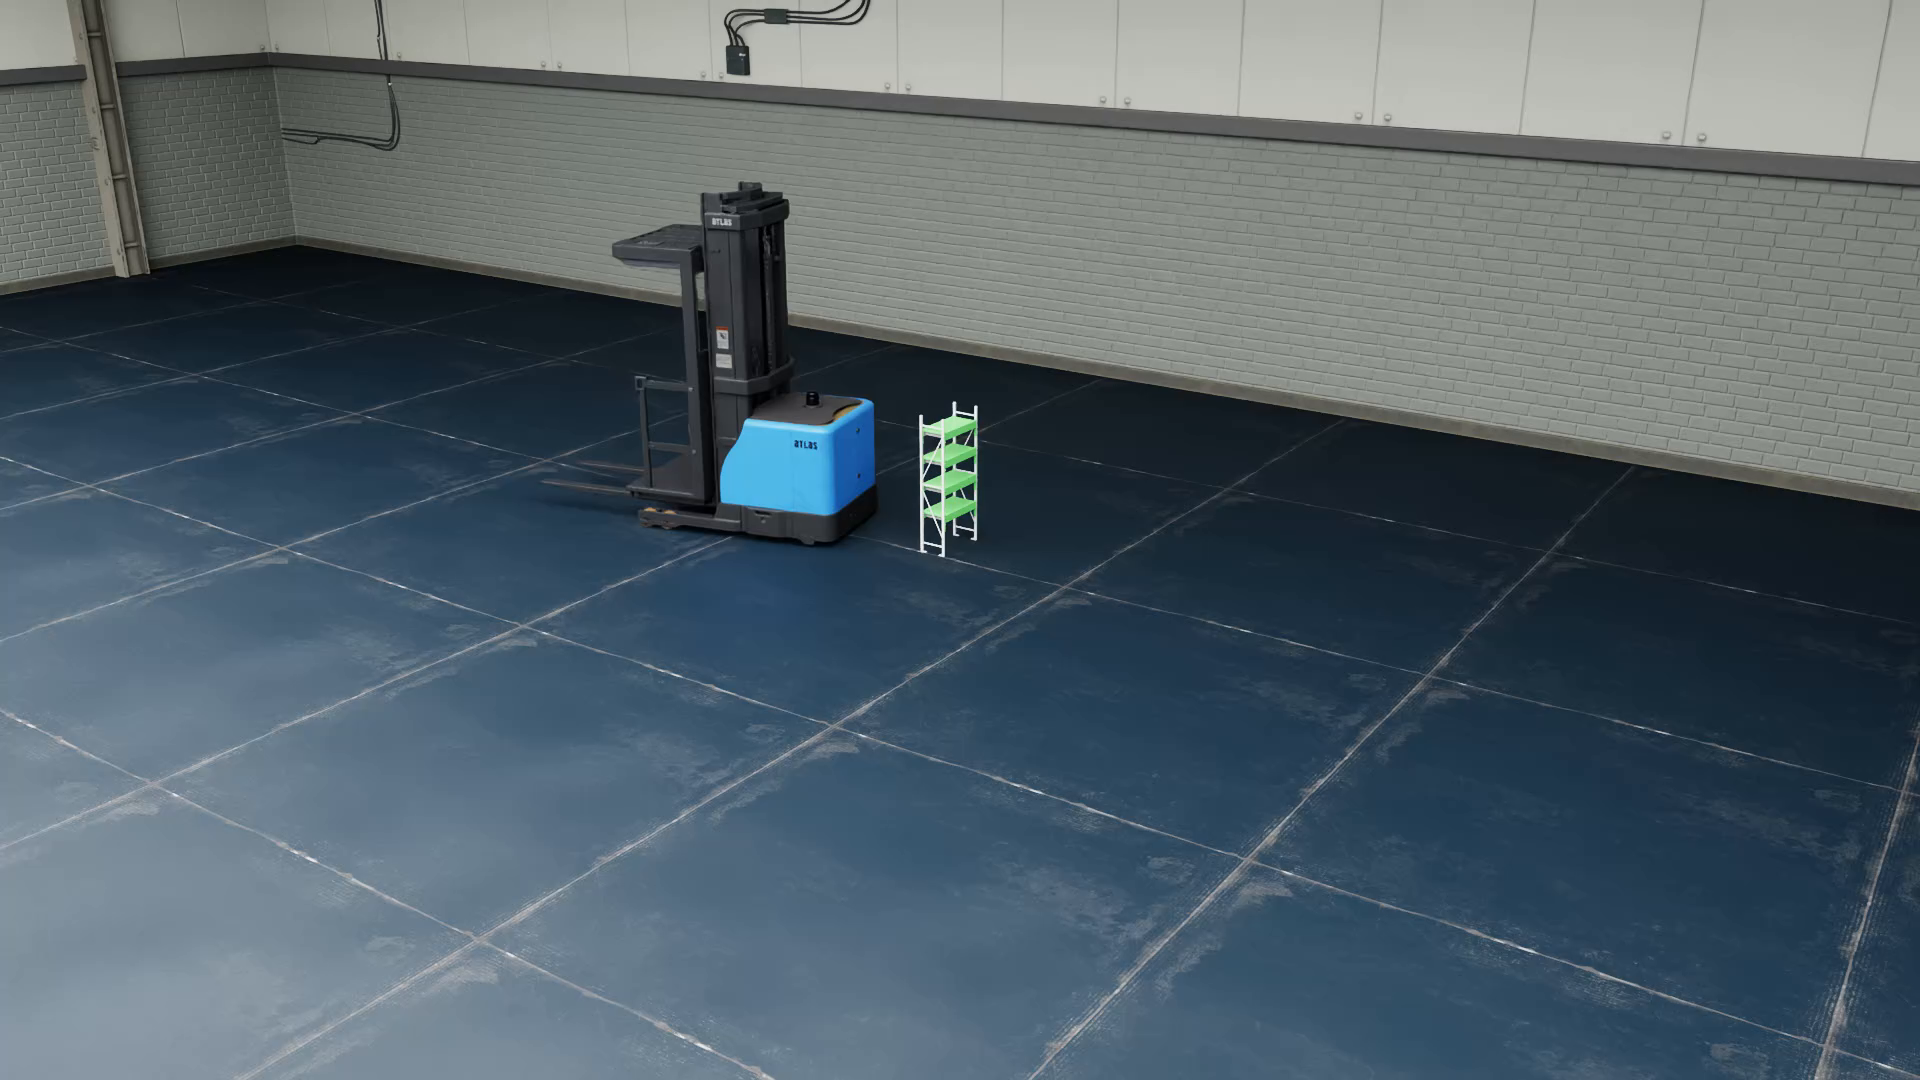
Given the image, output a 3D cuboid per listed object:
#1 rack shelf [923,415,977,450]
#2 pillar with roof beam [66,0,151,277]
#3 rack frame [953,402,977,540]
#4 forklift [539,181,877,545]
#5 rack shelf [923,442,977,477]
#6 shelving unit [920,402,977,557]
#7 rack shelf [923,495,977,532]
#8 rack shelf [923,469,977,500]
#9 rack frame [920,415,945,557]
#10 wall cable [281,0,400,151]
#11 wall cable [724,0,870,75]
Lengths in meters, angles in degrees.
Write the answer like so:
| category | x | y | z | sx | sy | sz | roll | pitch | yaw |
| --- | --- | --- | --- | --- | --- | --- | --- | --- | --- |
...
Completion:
| category | x | y | z | sx | sy | sz | roll | pitch | yaw |
| --- | --- | --- | --- | --- | --- | --- | --- | --- | --- |
| rack shelf | -0.093 | -0.906 | 13.931 | 0.258 | 0.148 | 0.480 | 13 | 24 | 32 |
| pillar with roof beam | -9.062 | -7.436 | 21.545 | 9.100 | 9.000 | 0.400 | 13 | 24 | 32 |
| rack frame | 0.044 | -0.585 | 14.265 | 0.240 | 1.200 | 0.015 | 13 | 24 | 32 |
| forklift | -2.317 | -1.630 | 14.593 | 3.031 | 2.935 | 1.130 | 7 | 22 | 19 |
| rack shelf | -0.093 | -0.680 | 14.015 | 0.258 | 0.148 | 0.480 | 13 | 24 | 32 |
| shelving unit | -0.093 | -0.515 | 14.076 | 0.258 | 1.200 | 0.503 | 13 | 24 | 32 |
| rack shelf | -0.093 | -0.230 | 14.181 | 0.258 | 0.148 | 0.480 | 13 | 24 | 32 |
| rack shelf | -0.093 | -0.455 | 14.098 | 0.258 | 0.148 | 0.480 | 13 | 24 | 32 |
| rack frame | -0.230 | -0.445 | 13.887 | 0.240 | 1.200 | 0.015 | 13 | 24 | 32 |
| wall cable | -9.873 | -7.407 | 25.942 | 3.097 | 2.526 | 0.112 | 13 | 24 | 32 |
| wall cable | -2.031 | -8.602 | 19.796 | 2.305 | 6.003 | 0.169 | 13 | 24 | 32 |
